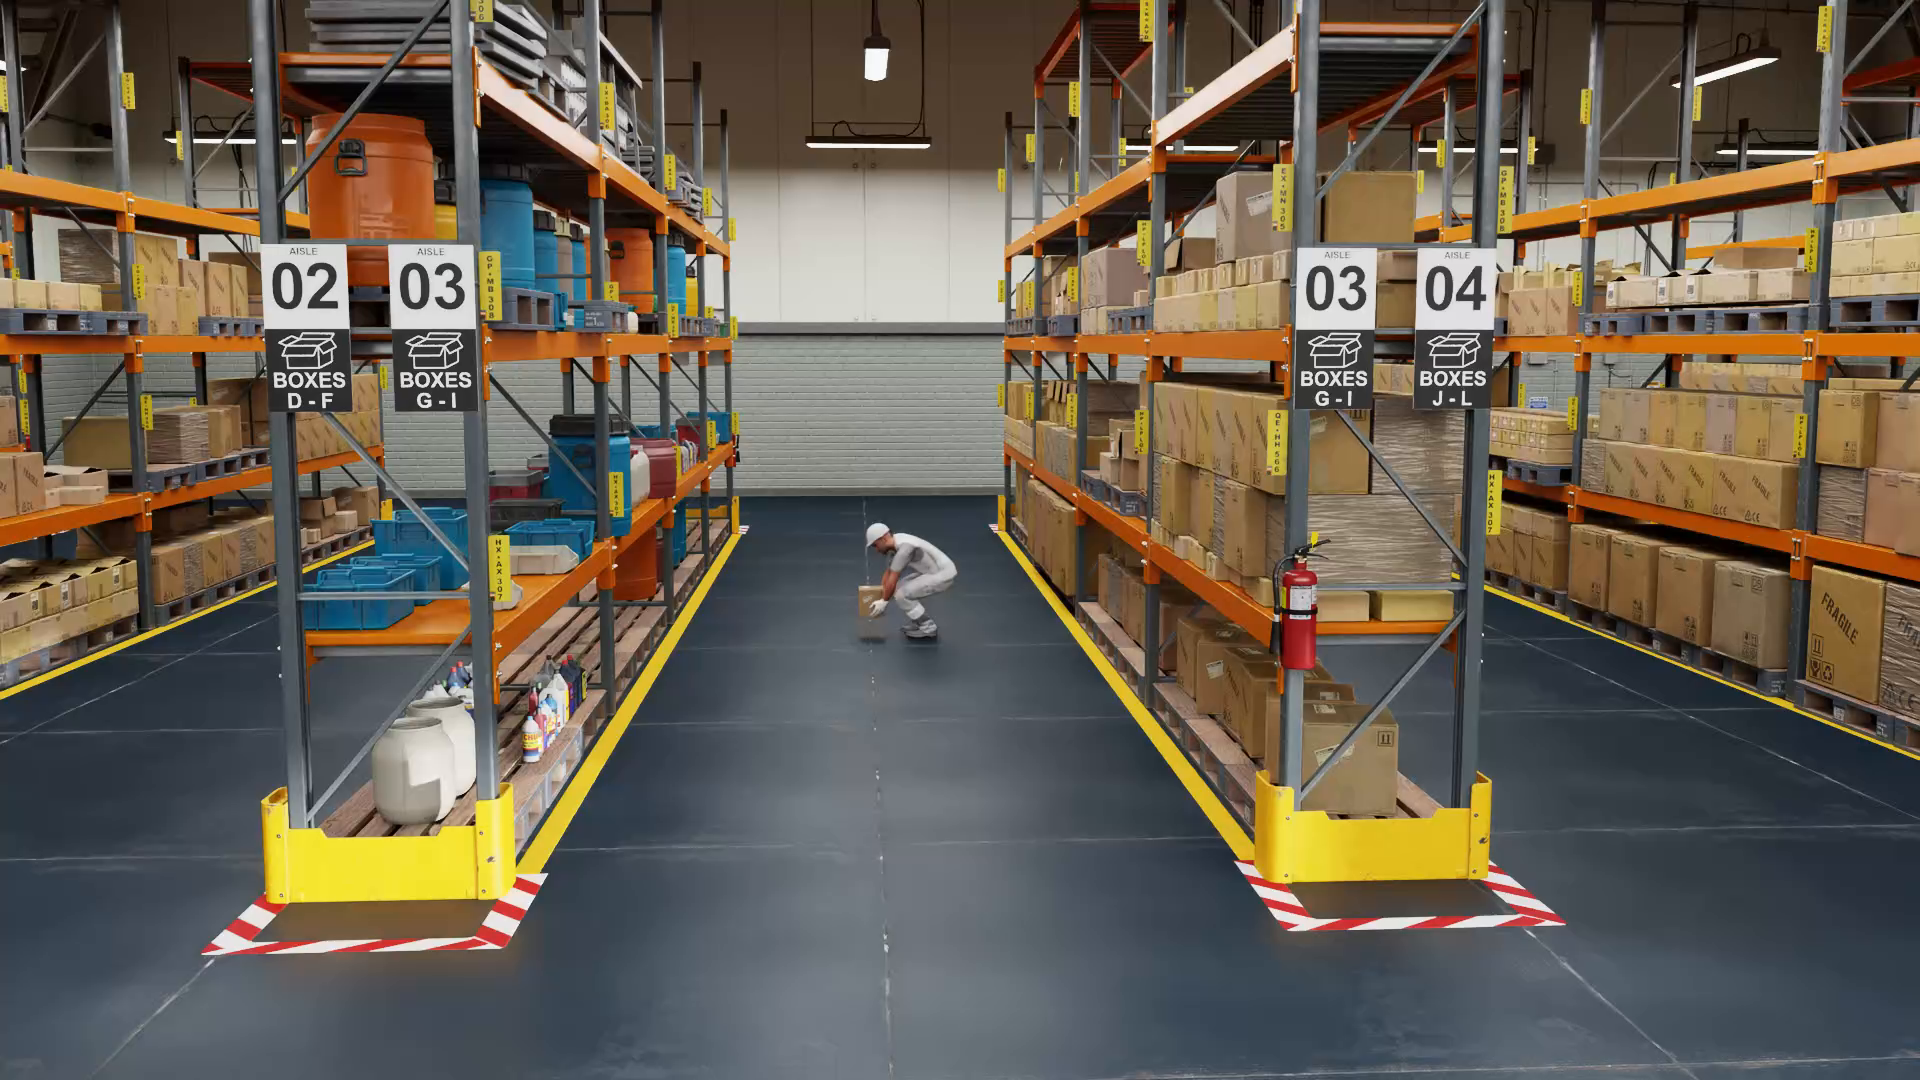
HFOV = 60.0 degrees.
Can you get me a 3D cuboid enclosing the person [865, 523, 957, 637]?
[{"bbox_3d":[-0.455,0.369,15.576,0.859,1.074,0.572,0,7,-4],"label":"person"}]
